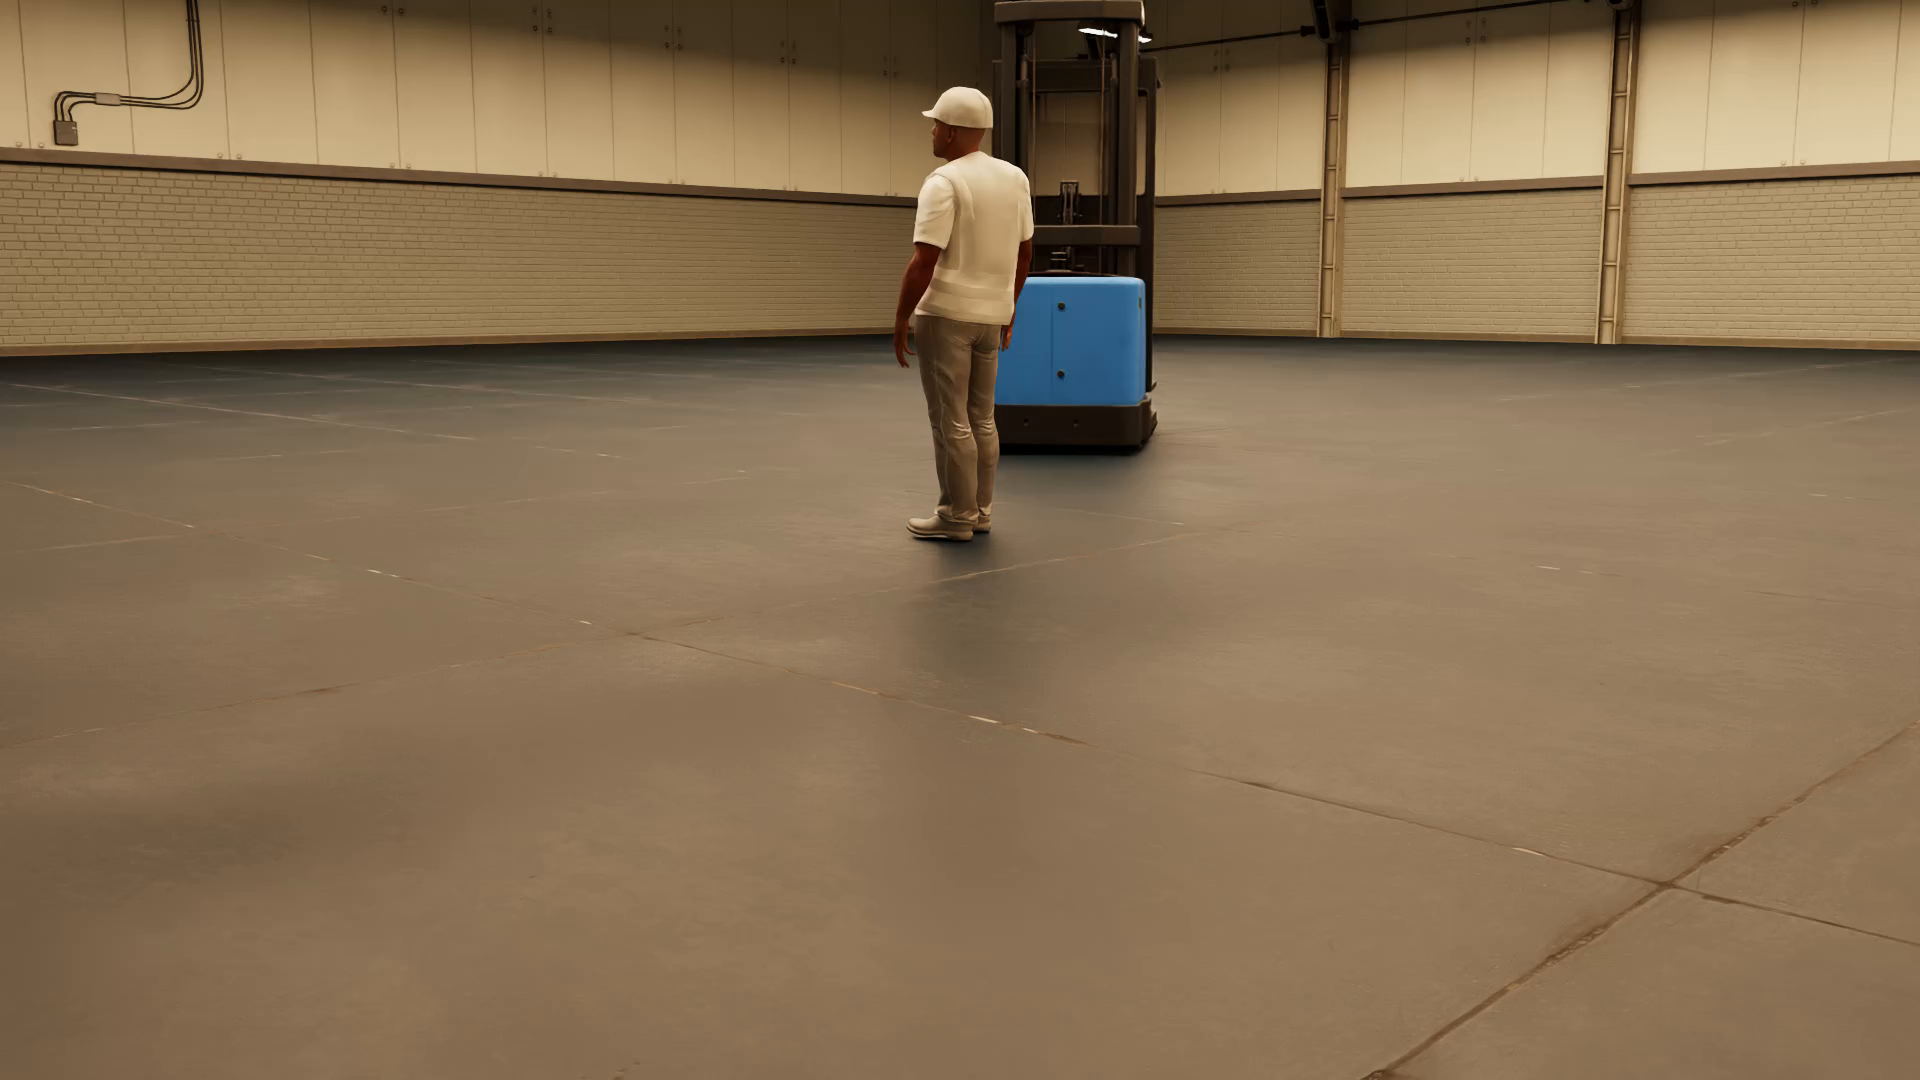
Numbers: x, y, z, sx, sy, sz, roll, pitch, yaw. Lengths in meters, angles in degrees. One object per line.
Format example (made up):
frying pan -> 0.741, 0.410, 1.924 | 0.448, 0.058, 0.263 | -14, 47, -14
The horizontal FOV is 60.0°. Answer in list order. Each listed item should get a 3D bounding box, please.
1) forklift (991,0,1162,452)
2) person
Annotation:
forklift -> 0.790, -2.176, 11.326 | 1.130, 2.935, 3.031 | 1, 9, 9
person -> -0.045, -0.888, 6.637 | 0.577, 1.765, 0.665 | 8, 12, 43
